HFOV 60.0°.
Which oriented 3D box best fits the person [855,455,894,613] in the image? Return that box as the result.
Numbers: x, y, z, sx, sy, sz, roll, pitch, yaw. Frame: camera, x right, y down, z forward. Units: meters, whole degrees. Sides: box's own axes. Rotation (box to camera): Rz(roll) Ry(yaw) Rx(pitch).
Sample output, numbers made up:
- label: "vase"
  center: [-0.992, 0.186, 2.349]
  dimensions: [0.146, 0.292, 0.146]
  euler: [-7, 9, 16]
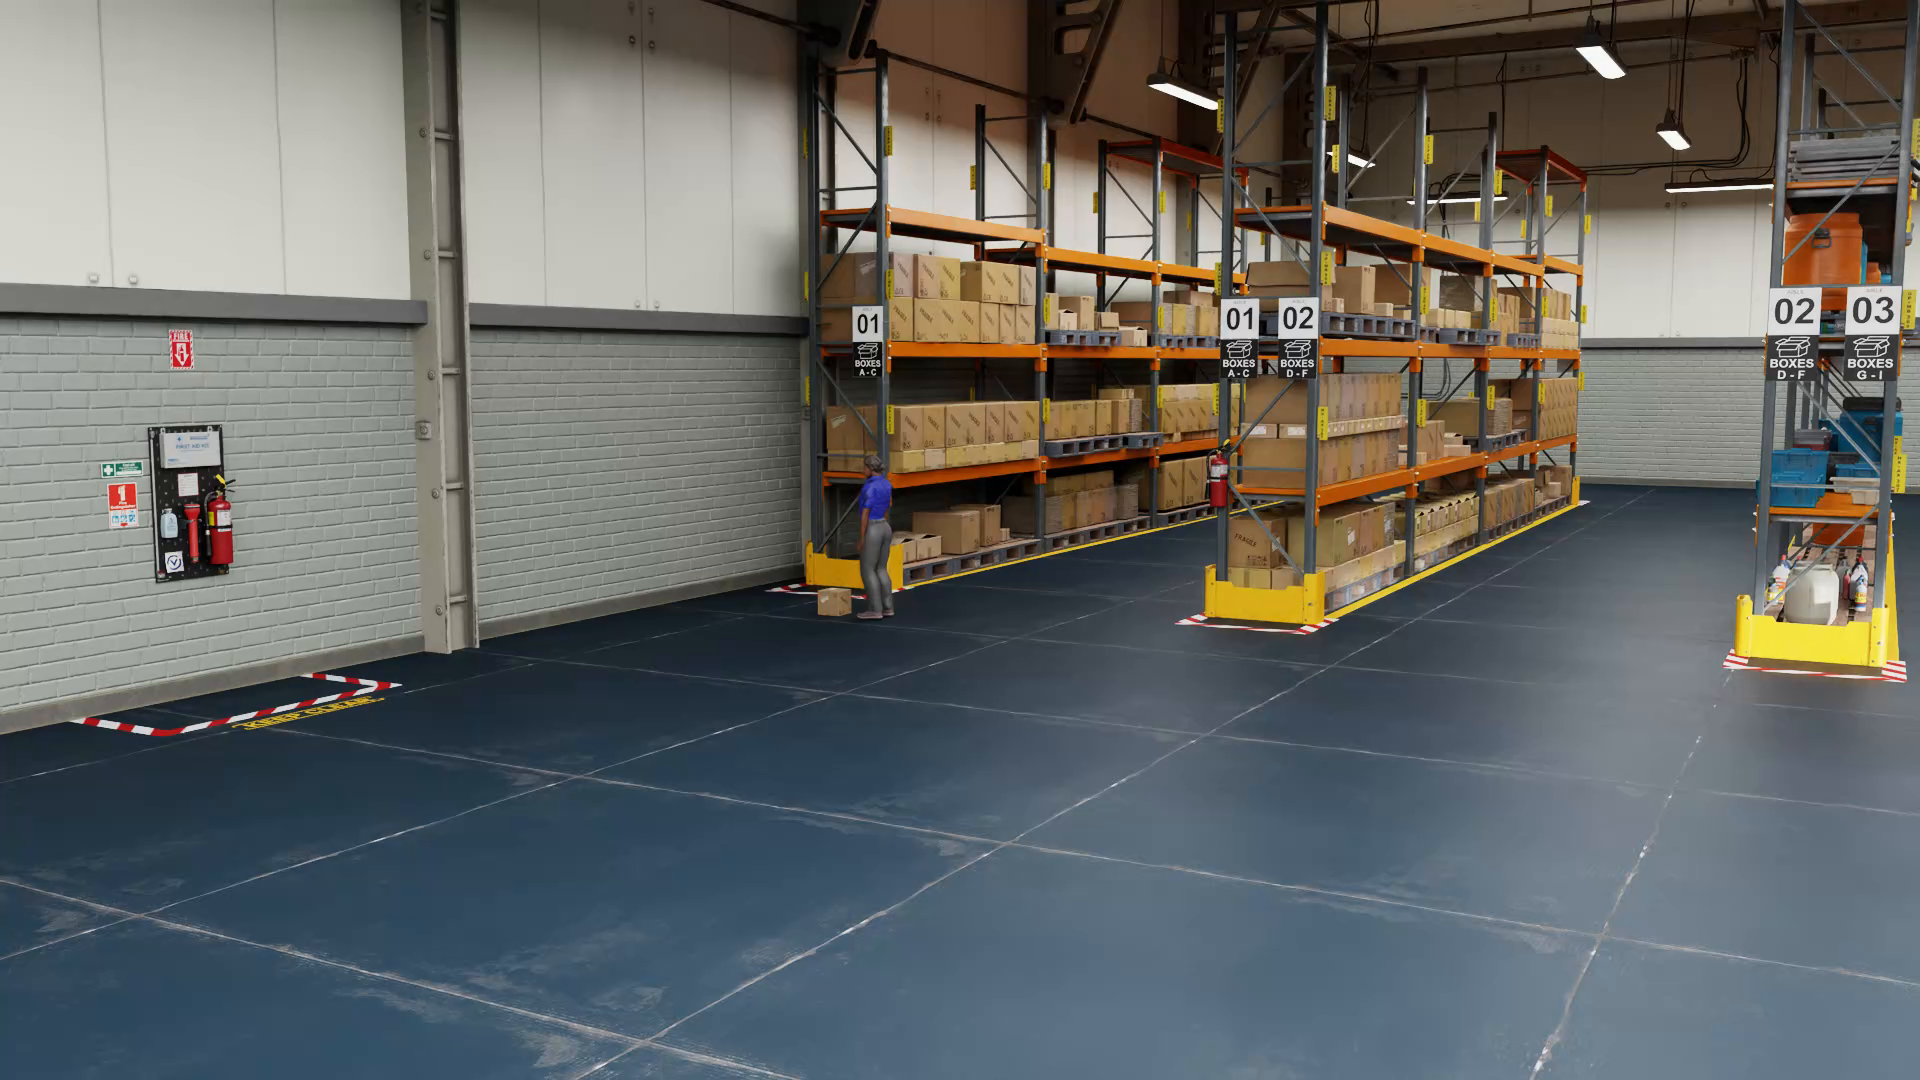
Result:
- label: "person"
  center: [-0.858, -0.070, 16.730]
  dimensions: [0.276, 1.578, 0.434]
  euler: [3, 7, 30]
